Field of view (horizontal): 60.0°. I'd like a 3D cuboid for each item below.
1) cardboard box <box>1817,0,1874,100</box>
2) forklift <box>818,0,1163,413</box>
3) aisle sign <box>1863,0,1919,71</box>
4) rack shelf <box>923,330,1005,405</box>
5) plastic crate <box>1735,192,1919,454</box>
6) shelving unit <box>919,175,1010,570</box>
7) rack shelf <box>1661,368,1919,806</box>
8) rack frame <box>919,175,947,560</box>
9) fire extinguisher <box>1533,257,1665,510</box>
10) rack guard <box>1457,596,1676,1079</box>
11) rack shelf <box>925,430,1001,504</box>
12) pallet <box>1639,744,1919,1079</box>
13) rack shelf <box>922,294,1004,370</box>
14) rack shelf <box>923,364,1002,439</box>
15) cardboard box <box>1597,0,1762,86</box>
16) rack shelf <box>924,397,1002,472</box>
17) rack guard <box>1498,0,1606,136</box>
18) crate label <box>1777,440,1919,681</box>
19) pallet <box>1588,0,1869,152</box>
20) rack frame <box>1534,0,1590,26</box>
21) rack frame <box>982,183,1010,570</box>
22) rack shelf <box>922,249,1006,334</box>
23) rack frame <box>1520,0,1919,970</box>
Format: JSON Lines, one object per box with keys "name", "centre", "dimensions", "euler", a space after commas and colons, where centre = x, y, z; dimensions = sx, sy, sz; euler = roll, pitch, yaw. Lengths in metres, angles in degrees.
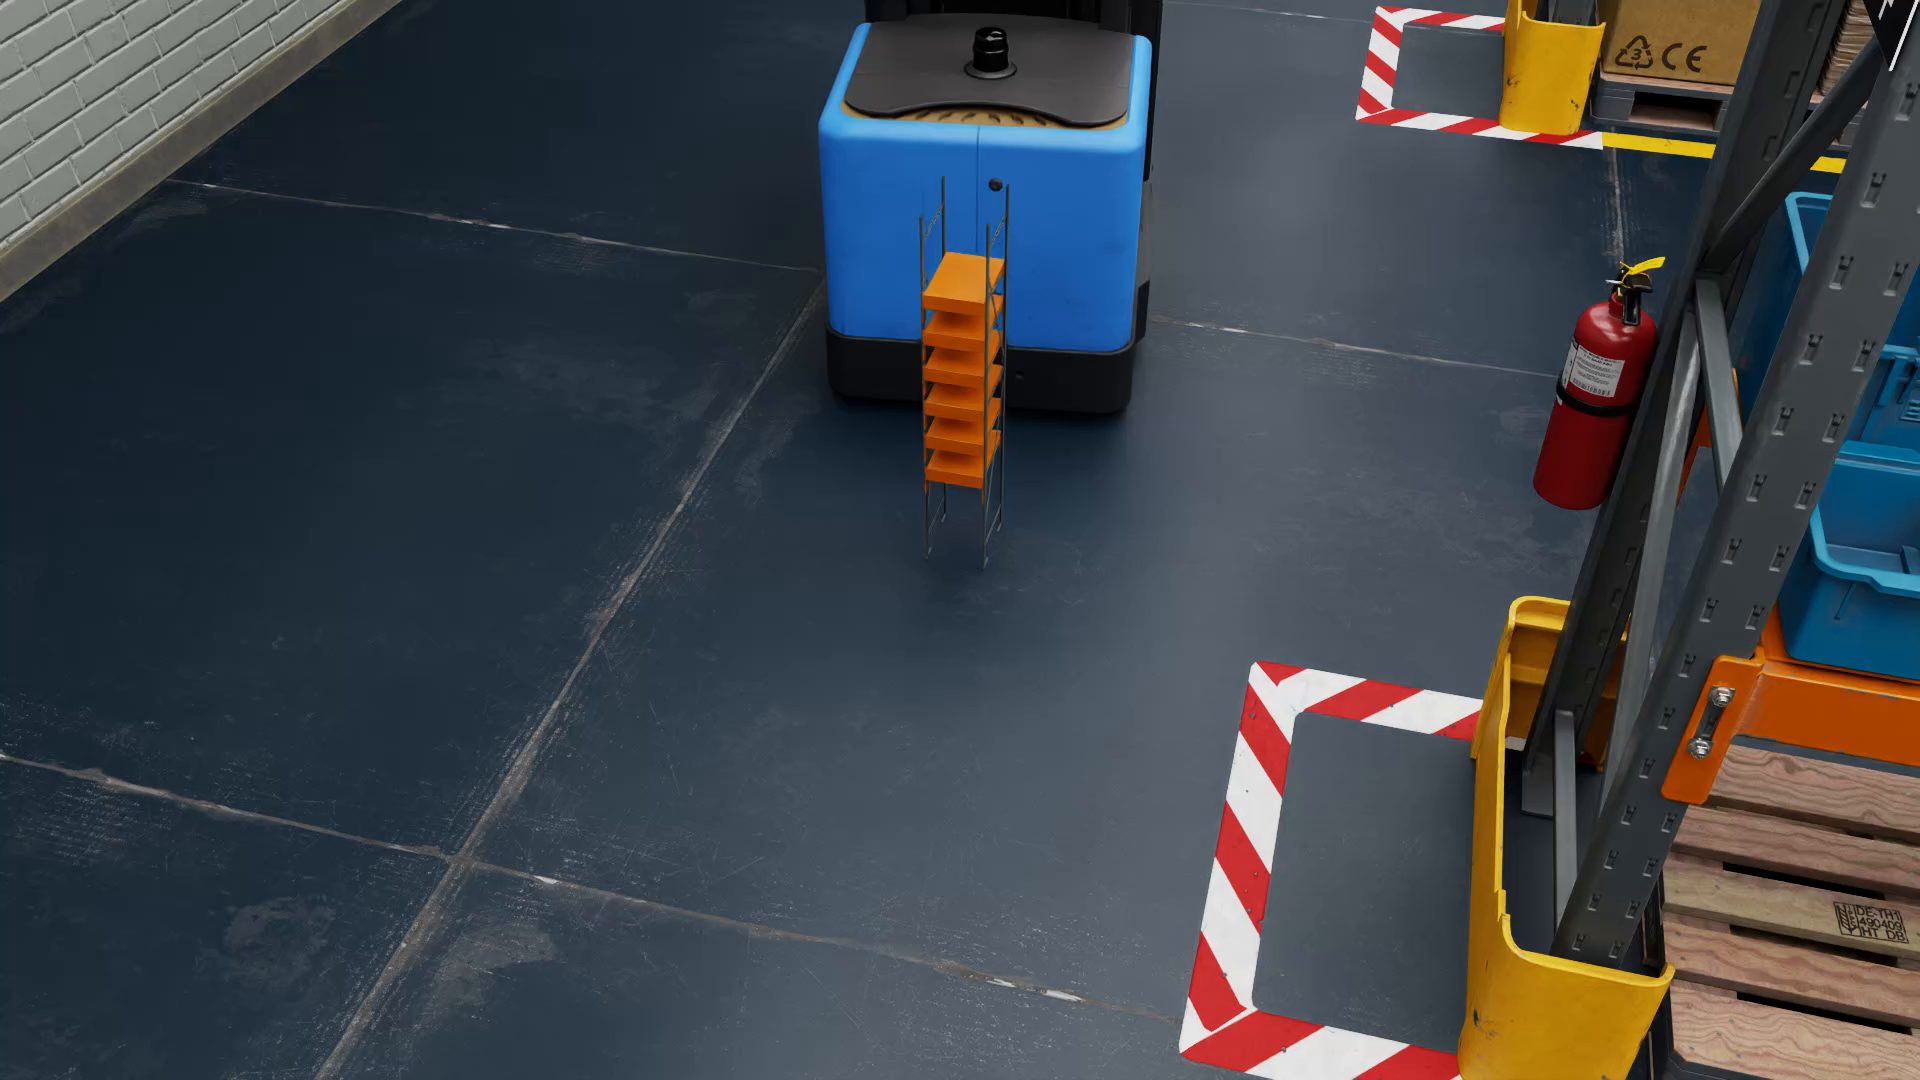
{"name": "cardboard box", "centre": [4.267, -2.459, 7.171], "dimensions": [0.875, 0.875, 0.875], "euler": [10, 41, 11]}
{"name": "forklift", "centre": [0.224, -2.496, 5.943], "dimensions": [1.130, 2.935, 3.031], "euler": [4, 40, 5]}
{"name": "aisle sign", "centre": [1.323, -1.066, 2.165], "dimensions": [0.004, 0.787, 0.394], "euler": [10, 41, 11]}
{"name": "rack shelf", "centre": [0.014, -0.515, 4.813], "dimensions": [0.180, 0.103, 0.258], "euler": [10, 41, 11]}
{"name": "plastic crate", "centre": [1.841, -0.340, 3.248], "dimensions": [0.499, 0.435, 0.616], "euler": [10, 41, 11]}
{"name": "shelving unit", "centre": [0.014, -0.457, 4.861], "dimensions": [0.189, 1.200, 0.258], "euler": [10, 41, 11]}
{"name": "rack shelf", "centre": [3.401, 0.365, 3.042], "dimensions": [4.000, 0.370, 1.077], "euler": [10, 41, 11]}
{"name": "rack frame", "centre": [-0.074, -0.472, 4.879], "dimensions": [0.006, 1.200, 0.240], "euler": [10, 41, 11]}
{"name": "fire extinguisher", "centre": [1.441, -0.378, 3.717], "dimensions": [0.183, 0.674, 0.296], "euler": [10, 41, 11]}
{"name": "rack guard", "centre": [1.442, 0.719, 4.006], "dimensions": [0.348, 0.500, 1.175], "euler": [10, 41, 11]}
{"name": "rack shelf", "centre": [0.014, -0.239, 5.044], "dimensions": [0.180, 0.103, 0.258], "euler": [10, 41, 11]}
{"name": "pallet", "centre": [2.256, 0.986, 3.911], "dimensions": [1.213, 0.211, 1.003], "euler": [10, 41, 11]}
{"name": "rack shelf", "centre": [0.014, -0.607, 4.735], "dimensions": [0.180, 0.103, 0.258], "euler": [10, 41, 11]}
{"name": "rack shelf", "centre": [0.014, -0.423, 4.890], "dimensions": [0.180, 0.103, 0.258], "euler": [10, 41, 11]}
{"name": "cardboard box", "centre": [3.388, -2.610, 7.351], "dimensions": [0.875, 0.875, 0.875], "euler": [10, 41, 11]}
{"name": "rack shelf", "centre": [0.014, -0.331, 4.967], "dimensions": [0.180, 0.103, 0.258], "euler": [10, 41, 11]}
{"name": "rack guard", "centre": [2.726, -2.367, 7.679], "dimensions": [0.348, 0.500, 1.175], "euler": [10, 41, 11]}
{"name": "crate label", "centre": [1.622, 0.044, 2.949], "dimensions": [0.303, 0.233, 0.416], "euler": [10, 41, 11]}
{"name": "pallet", "centre": [3.542, -2.168, 7.667], "dimensions": [1.213, 0.211, 1.003], "euler": [10, 41, 11]}
{"name": "rack frame", "centre": [2.749, -3.320, 6.870], "dimensions": [0.127, 3.000, 1.000], "euler": [10, 41, 11]}
{"name": "rack frame", "centre": [0.102, -0.442, 4.843], "dimensions": [0.006, 1.200, 0.240], "euler": [10, 41, 11]}
{"name": "rack shelf", "centre": [0.014, -0.699, 4.658], "dimensions": [0.180, 0.103, 0.258], "euler": [10, 41, 11]}
{"name": "rack frame", "centre": [1.469, -0.243, 3.207], "dimensions": [0.127, 3.000, 1.000], "euler": [10, 41, 11]}
